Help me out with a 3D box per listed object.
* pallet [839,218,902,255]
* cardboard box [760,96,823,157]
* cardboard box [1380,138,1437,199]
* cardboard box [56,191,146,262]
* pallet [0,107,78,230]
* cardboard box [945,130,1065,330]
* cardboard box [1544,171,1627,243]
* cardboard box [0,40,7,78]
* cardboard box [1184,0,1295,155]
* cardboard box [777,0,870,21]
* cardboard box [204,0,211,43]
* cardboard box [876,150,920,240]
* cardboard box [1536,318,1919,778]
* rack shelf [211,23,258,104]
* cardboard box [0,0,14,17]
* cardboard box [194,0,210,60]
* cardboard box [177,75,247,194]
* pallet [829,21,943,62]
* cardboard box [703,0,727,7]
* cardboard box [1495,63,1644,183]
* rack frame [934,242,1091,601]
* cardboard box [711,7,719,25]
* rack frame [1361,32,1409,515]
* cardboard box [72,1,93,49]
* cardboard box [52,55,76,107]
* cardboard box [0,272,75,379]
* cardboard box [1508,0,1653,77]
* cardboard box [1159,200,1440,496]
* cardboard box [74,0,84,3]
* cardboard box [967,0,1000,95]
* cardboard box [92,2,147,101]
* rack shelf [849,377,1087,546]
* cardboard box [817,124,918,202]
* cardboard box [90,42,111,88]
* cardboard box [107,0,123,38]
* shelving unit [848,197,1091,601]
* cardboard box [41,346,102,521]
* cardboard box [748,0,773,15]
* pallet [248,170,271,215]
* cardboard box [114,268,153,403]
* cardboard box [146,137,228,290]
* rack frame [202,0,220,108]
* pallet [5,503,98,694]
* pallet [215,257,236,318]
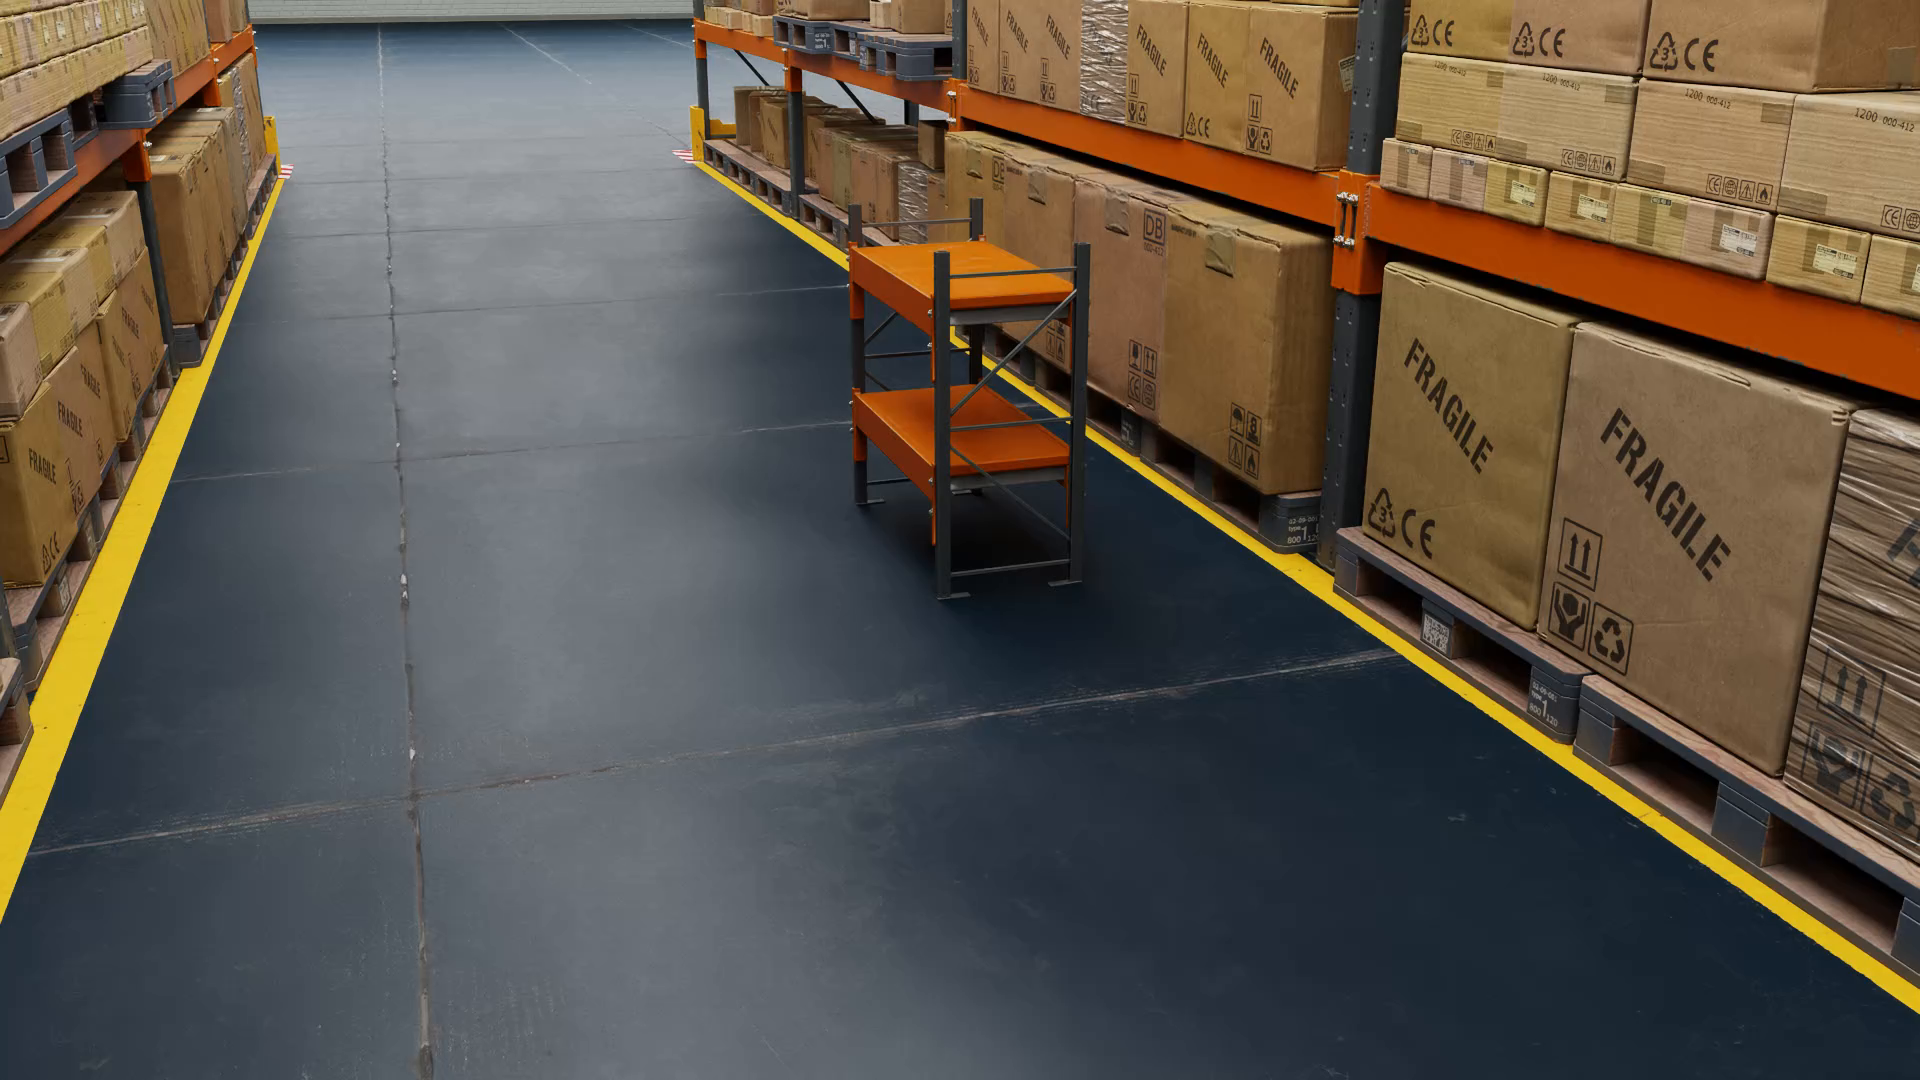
[{"bbox_3d":[-0.173,-1.976,11.107,1.003,0.211,1.213,-6,21,-17],"label":"pallet"},{"bbox_3d":[-1.484,-3.642,14.696,0.500,0.500,0.500,-4,20,-12],"label":"cardboard box"},{"bbox_3d":[1.486,-1.115,4.955,0.380,0.149,0.250,-6,21,-17],"label":"cardboard box"},{"bbox_3d":[-3.825,-1.335,7.163,0.500,0.250,0.500,-7,21,-18],"label":"cardboard box"},{"bbox_3d":[-3.134,-1.039,4.656,1.003,0.211,1.213,-6,21,-17],"label":"pallet"},{"bbox_3d":[0.648,-1.621,8.514,1.225,0.875,0.875,-7,21,-20],"label":"cardboard box"},{"bbox_3d":[1.736,-0.862,4.250,0.380,0.149,0.250,-7,21,-19],"label":"cardboard box"},{"bbox_3d":[-2.719,-1.263,4.307,0.380,0.149,0.250,-6,21,-16],"label":"cardboard box"},{"bbox_3d":[1.153,-1.691,6.039,0.500,0.500,0.500,-6,21,-16],"label":"cardboard box"},{"bbox_3d":[-0.689,-4.141,11.499,1.000,1.000,1.000,-6,21,-17],"label":"cardboard box"},{"bbox_3d":[-5.868,-3.798,11.831,0.875,0.550,0.550,-6,21,-17],"label":"cardboard box"},{"bbox_3d":[-0.150,-2.248,10.786,0.700,0.500,0.500,-5,20,-13],"label":"cardboard box"},{"bbox_3d":[2.123,-0.052,4.146,0.875,0.875,0.875,-6,21,-17],"label":"cardboard box"},{"bbox_3d":[-6.175,-3.739,12.954,1.077,0.370,4.000,-6,21,-17],"label":"rack shelf"},{"bbox_3d":[-2.813,-1.492,4.504,0.380,0.149,0.250,-6,21,-16],"label":"cardboard box"},{"bbox_3d":[-5.129,-3.344,10.641,0.500,0.500,0.500,-7,21,-18],"label":"cardboard box"},{"bbox_3d":[-5.678,-2.843,11.916,0.875,0.875,0.875,-6,21,-16],"label":"cardboard box"},{"bbox_3d":[-0.210,-3.188,10.637,1.003,0.211,1.213,-6,21,-17],"label":"pallet"},{"bbox_3d":[-1.917,-5.222,15.429,0.875,0.500,0.500,-6,21,-17],"label":"cardboard box"},{"bbox_3d":[1.759,-1.094,4.307,0.500,0.250,0.500,-6,21,-17],"label":"cardboard box"},{"bbox_3d":[0.162,-0.364,5.266,0.500,1.125,0.032,-6,21,-17],"label":"rack frame"},{"bbox_3d":[-2.075,-4.815,15.257,0.380,0.149,0.250,-6,21,-17],"label":"cardboard box"},{"bbox_3d":[1.705,-1.363,5.274,0.949,2.616,0.053,-6,21,-17],"label":"rack frame"},{"bbox_3d":[-3.213,-1.765,5.704,0.380,0.149,0.250,-7,21,-18],"label":"cardboard box"},{"bbox_3d":[-3.045,-1.455,5.280,0.380,0.149,0.250,-7,21,-20],"label":"cardboard box"},{"bbox_3d":[-3.183,-0.679,5.336,0.500,0.250,0.500,-6,21,-16],"label":"cardboard box"},{"bbox_3d":[1.764,-1.446,4.177,0.500,0.500,0.500,-6,21,-17],"label":"cardboard box"},{"bbox_3d":[1.488,-0.764,6.129,1.225,0.875,0.875,-6,21,-17],"label":"cardboard box"},{"bbox_3d":[-3.215,-1.904,5.652,0.380,0.149,0.250,-6,21,-16],"label":"cardboard box"},{"bbox_3d":[0.346,-2.509,8.317,0.500,0.500,0.500,-6,21,-16],"label":"cardboard box"},{"bbox_3d":[-4.174,-2.372,7.936,0.500,0.500,0.500,-6,21,-17],"label":"cardboard box"},{"bbox_3d":[0.002,-0.297,5.803,0.538,0.278,1.000,-6,21,-17],"label":"rack shelf"},{"bbox_3d":[-0.634,-2.762,12.216,0.700,0.500,0.500,-8,21,-21],"label":"cardboard box"},{"bbox_3d":[-3.300,-1.710,5.991,0.380,0.149,0.250,-6,21,-16],"label":"cardboard box"},{"bbox_3d":[-3.453,-2.012,6.390,0.380,0.149,0.250,-6,21,-17],"label":"cardboard box"},{"bbox_3d":[0.002,-0.527,5.720,0.538,1.125,1.048,-6,21,-17],"label":"shelving unit"},{"bbox_3d":[-3.180,-0.325,5.460,0.500,0.500,0.500,-5,20,-15],"label":"cardboard box"},{"bbox_3d":[-1.265,-4.583,13.650,0.875,0.500,0.500,-6,21,-17],"label":"cardboard box"},{"bbox_3d":[-6.098,-2.768,13.311,1.003,0.211,1.213,-6,21,-17],"label":"pallet"},{"bbox_3d":[-3.675,-0.823,6.848,0.500,0.500,0.500,-6,20,-15],"label":"cardboard box"},{"bbox_3d":[-4.673,-1.776,9.132,1.050,0.750,0.750,-6,21,-16],"label":"cardboard box"},{"bbox_3d":[-5.547,-3.436,11.045,1.000,3.000,0.127,-6,21,-17],"label":"rack frame"},{"bbox_3d":[-3.278,0.194,5.064,1.003,0.211,1.213,-6,21,-17],"label":"pallet"},{"bbox_3d":[-4.845,-1.492,9.758,1.003,0.211,1.213,-6,21,-17],"label":"pallet"}]
